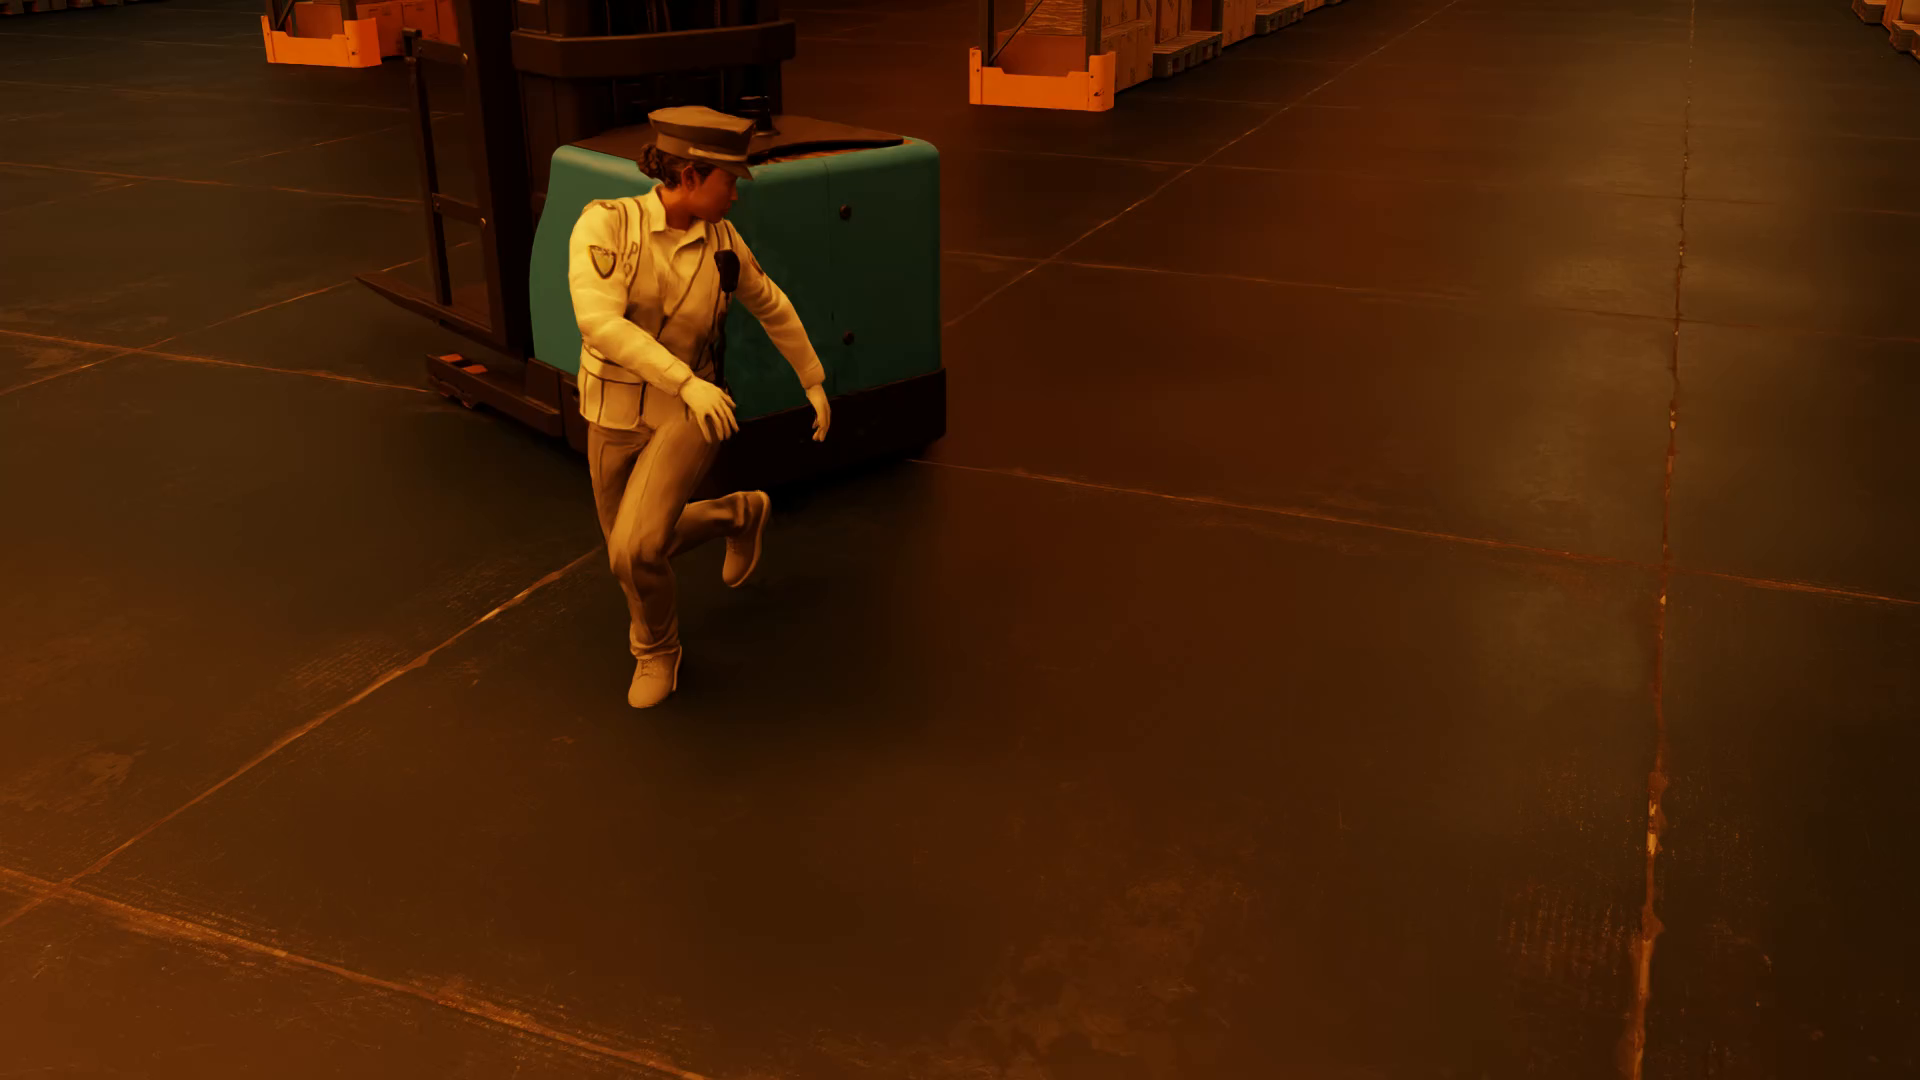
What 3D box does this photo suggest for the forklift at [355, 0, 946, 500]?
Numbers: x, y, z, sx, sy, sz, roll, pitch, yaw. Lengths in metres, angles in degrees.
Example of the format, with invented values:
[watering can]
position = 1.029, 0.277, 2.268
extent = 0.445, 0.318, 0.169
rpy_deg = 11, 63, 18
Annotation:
[forklift]
position = -1.403, -1.961, 5.985
extent = 1.130, 2.935, 3.031
rpy_deg = -19, 29, -38

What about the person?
[person]
position = -0.653, -0.355, 4.160
extent = 0.580, 1.448, 0.860
rpy_deg = 2, 23, 6
